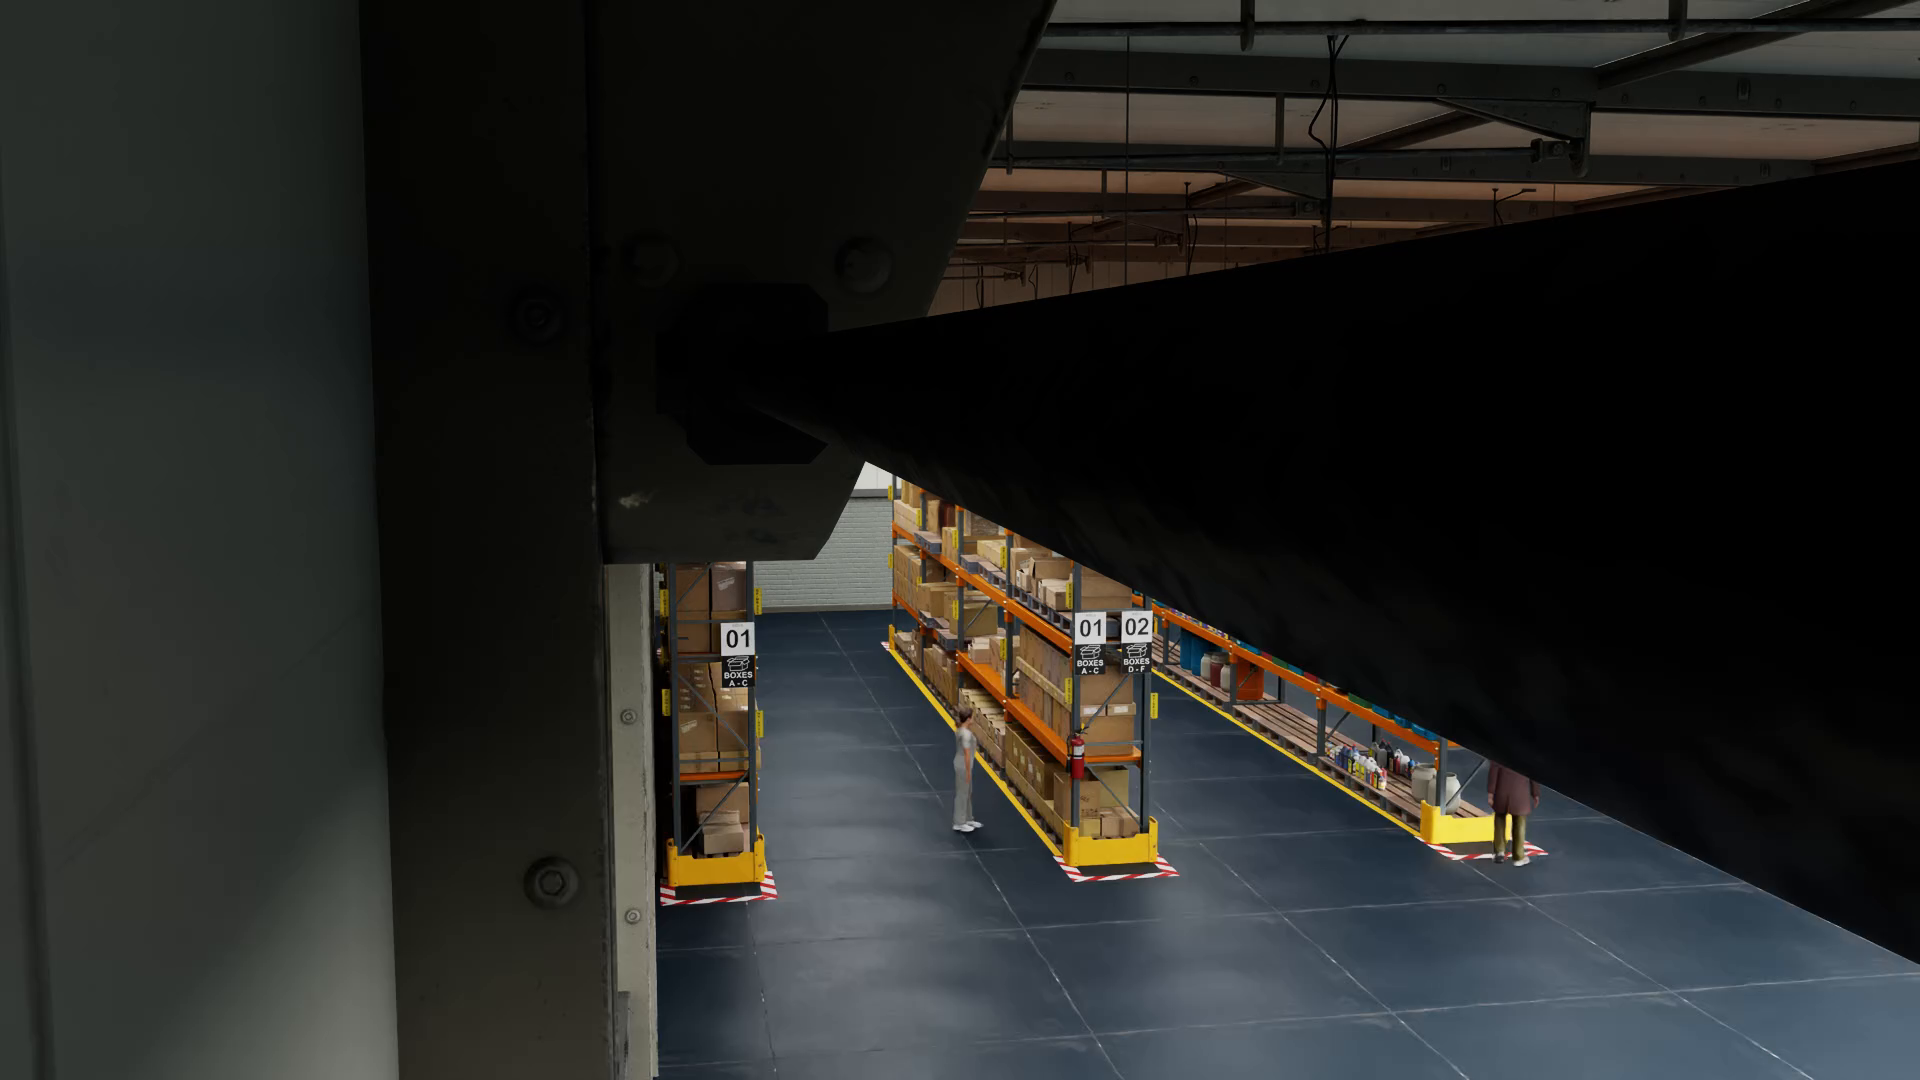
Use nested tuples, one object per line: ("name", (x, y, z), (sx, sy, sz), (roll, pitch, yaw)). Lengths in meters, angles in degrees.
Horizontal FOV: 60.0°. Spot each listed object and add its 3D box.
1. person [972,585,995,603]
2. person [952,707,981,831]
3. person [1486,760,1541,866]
("person", (0.486, 1.345, 38.293), (0.637, 1.728, 0.454), (-3, 7, -27))
("person", (0.103, 3.080, 22.384), (0.412, 1.688, 0.460), (-1, 6, -7))
("person", (6.947, 3.214, 20.860), (0.622, 1.829, 0.478), (4, 7, 30))
